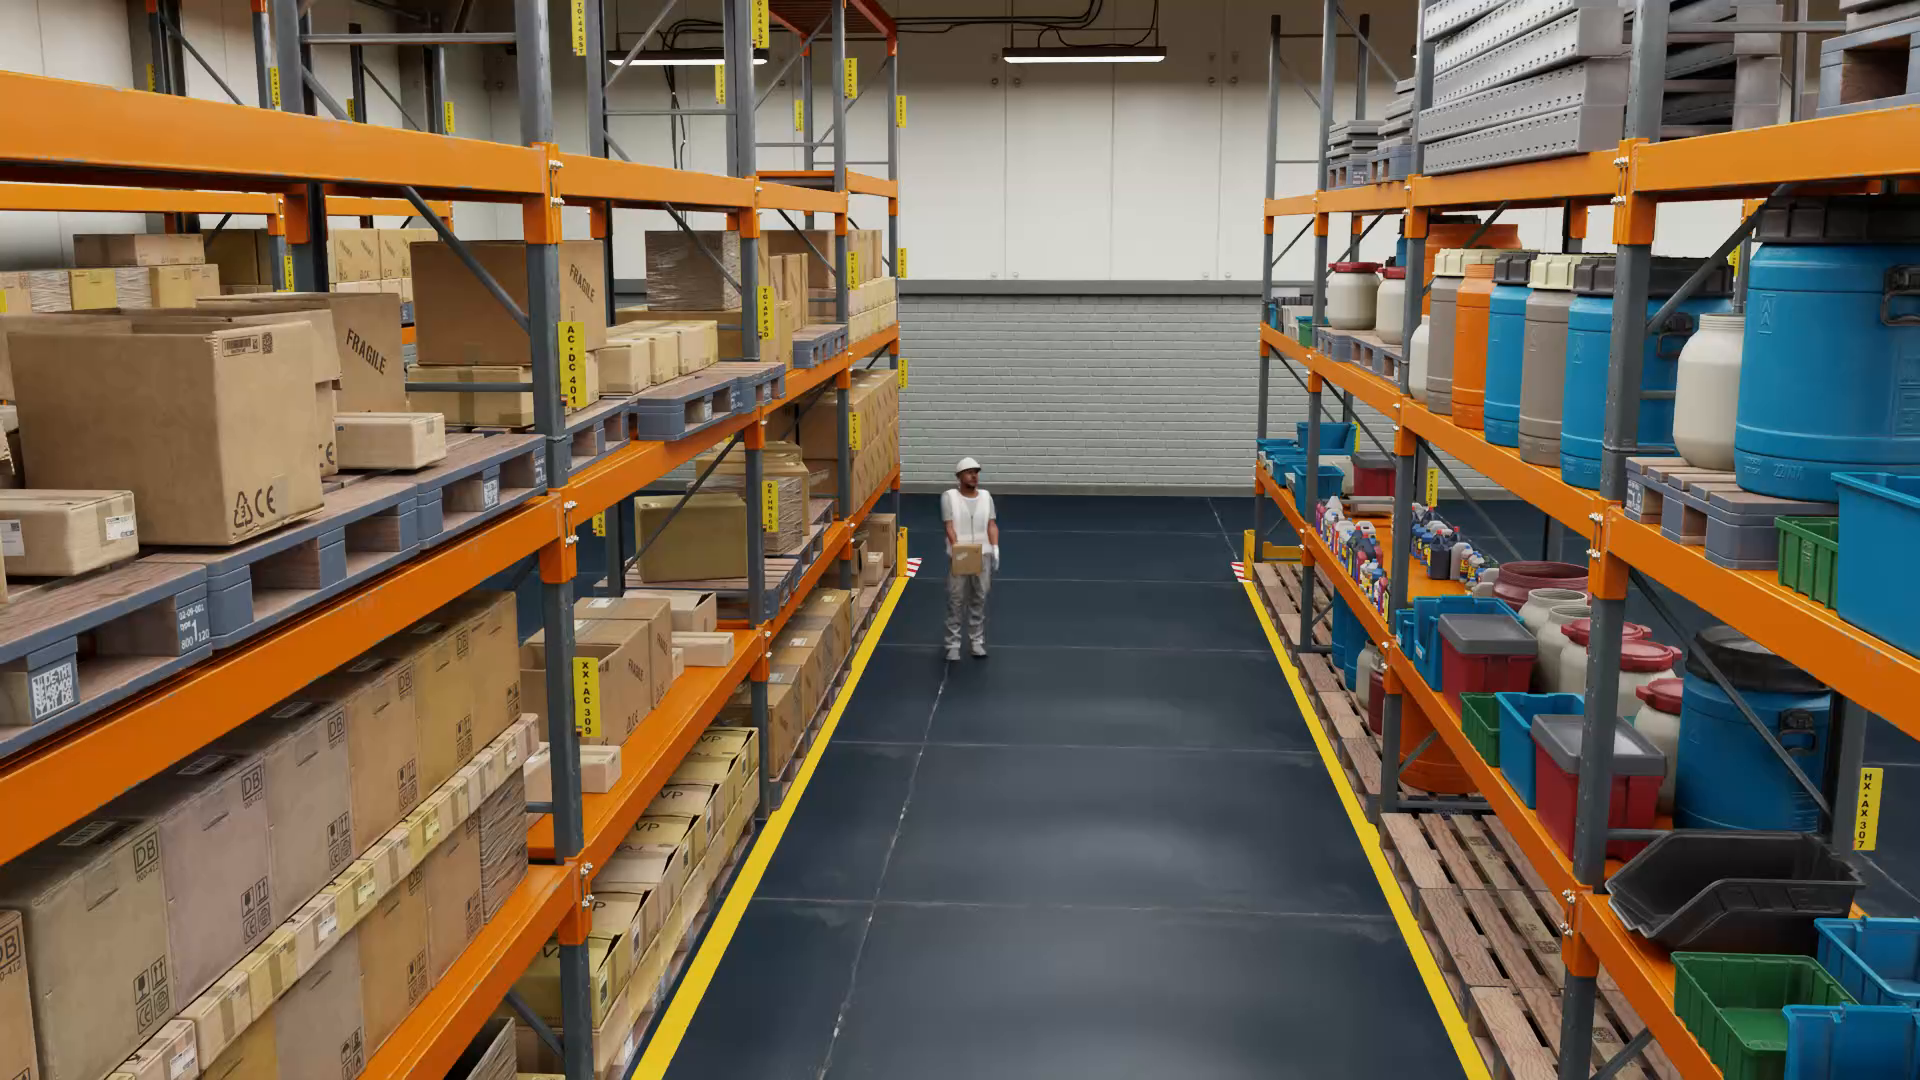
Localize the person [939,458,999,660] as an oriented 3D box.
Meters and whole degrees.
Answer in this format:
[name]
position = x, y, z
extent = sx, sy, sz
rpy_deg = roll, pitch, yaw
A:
[person]
position = 0.085, 0.165, 14.973
extent = 0.566, 1.789, 0.539
rpy_deg = -4, 11, -22
